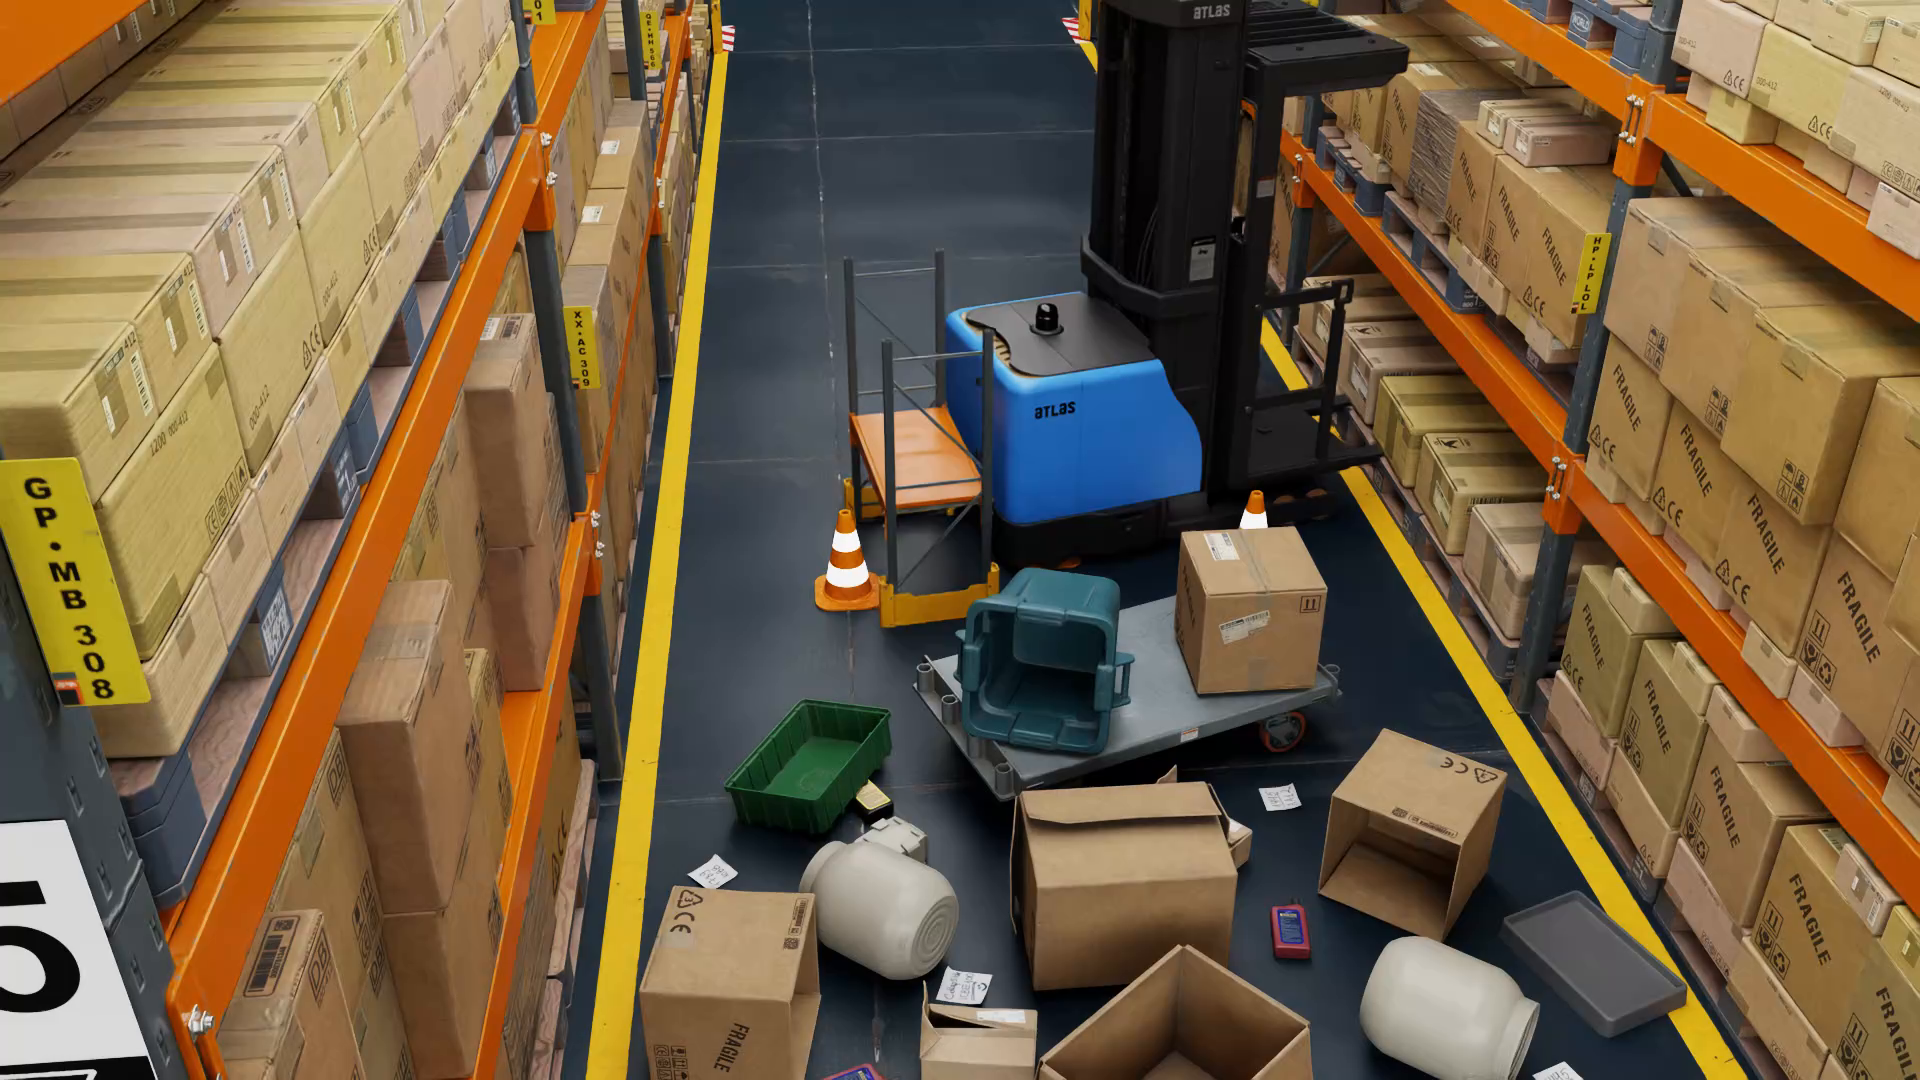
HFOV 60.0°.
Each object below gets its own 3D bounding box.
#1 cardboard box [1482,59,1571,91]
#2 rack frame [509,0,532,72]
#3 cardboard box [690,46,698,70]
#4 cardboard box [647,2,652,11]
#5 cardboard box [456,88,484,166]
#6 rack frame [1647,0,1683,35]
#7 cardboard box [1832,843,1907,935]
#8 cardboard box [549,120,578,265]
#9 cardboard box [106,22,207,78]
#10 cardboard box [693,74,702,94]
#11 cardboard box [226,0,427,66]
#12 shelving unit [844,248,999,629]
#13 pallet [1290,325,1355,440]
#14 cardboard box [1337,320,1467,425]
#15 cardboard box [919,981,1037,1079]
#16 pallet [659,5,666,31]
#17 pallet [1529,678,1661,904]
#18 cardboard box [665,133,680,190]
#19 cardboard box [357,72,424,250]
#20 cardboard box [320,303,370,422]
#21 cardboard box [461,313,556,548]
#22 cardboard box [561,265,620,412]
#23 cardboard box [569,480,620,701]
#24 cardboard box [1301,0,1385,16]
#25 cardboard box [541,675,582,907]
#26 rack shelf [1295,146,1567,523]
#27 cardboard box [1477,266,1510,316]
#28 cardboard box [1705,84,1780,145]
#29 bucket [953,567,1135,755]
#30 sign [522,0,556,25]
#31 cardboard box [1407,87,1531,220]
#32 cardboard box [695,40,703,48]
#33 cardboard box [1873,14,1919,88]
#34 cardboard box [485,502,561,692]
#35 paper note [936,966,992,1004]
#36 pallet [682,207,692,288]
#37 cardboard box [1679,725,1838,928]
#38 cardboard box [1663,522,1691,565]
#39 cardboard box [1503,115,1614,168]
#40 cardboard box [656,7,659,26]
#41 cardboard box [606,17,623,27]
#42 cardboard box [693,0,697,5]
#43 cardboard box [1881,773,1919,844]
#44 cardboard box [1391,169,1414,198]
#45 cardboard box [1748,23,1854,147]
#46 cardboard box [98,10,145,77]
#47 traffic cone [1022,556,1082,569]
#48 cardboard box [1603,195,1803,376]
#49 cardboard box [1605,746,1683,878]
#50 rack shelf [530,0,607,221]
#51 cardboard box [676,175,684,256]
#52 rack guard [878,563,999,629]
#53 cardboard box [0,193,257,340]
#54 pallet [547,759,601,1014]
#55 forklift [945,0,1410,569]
[{"bbox_3d":[3.038,-2.210,8.728,0.500,0.500,0.500,-5,31,-8],"label":"cardboard box"},{"bbox_3d":[-1.934,-2.844,4.736,1.000,3.000,0.127,-3,31,-5],"label":"rack frame"},{"bbox_3d":[-2.536,-4.286,14.792,0.380,0.149,0.250,-2,31,-4],"label":"cardboard box"},{"bbox_3d":[-2.304,-3.562,11.334,0.380,0.149,0.250,-2,31,-3],"label":"cardboard box"},{"bbox_3d":[-1.508,-1.110,4.496,0.380,0.149,0.250,-3,31,-4],"label":"cardboard box"},{"bbox_3d":[2.985,-3.133,5.219,1.000,3.000,0.127,-3,31,-5],"label":"rack frame"},{"bbox_3d":[2.880,1.041,4.990,0.380,0.149,0.250,-1,31,-2],"label":"cardboard box"},{"bbox_3d":[-2.083,-1.514,7.287,0.700,0.500,0.500,-3,31,-4],"label":"cardboard box"},{"bbox_3d":[-2.071,-1.064,4.031,0.500,0.250,0.500,-3,31,-5],"label":"cardboard box"},{"bbox_3d":[-2.557,-4.171,15.178,0.380,0.149,0.250,-4,31,-6],"label":"cardboard box"},{"bbox_3d":[-1.465,-1.198,3.866,0.380,0.149,0.250,-3,31,-5],"label":"cardboard box"},{"bbox_3d":[-0.213,-0.517,8.153,0.587,1.500,1.083,-7,31,-11],"label":"shelving unit"},{"bbox_3d":[2.683,-1.003,10.223,1.003,0.211,1.213,-3,31,-5],"label":"pallet"},{"bbox_3d":[2.731,-0.986,9.629,0.950,0.372,0.625,-3,31,-6],"label":"cardboard box"},{"bbox_3d":[0.060,1.695,5.654,0.396,0.266,0.258,2,31,4],"label":"cardboard box"},{"bbox_3d":[-2.755,-3.873,12.496,1.003,0.211,1.213,-3,31,-5],"label":"pallet"},{"bbox_3d":[3.083,0.981,6.901,1.003,0.211,1.213,-3,31,-5],"label":"pallet"},{"bbox_3d":[-2.212,-2.615,11.500,0.500,0.250,0.500,-3,31,-4],"label":"cardboard box"},{"bbox_3d":[-1.492,-0.832,3.642,0.500,0.250,0.500,-3,31,-5],"label":"cardboard box"},{"bbox_3d":[-1.368,-0.335,3.199,0.380,0.149,0.250,-3,31,-4],"label":"cardboard box"},{"bbox_3d":[-1.766,-0.331,5.180,0.875,0.550,0.550,-3,31,-5],"label":"cardboard box"},{"bbox_3d":[-1.763,-0.850,7.151,0.500,0.500,0.500,-3,31,-4],"label":"cardboard box"},{"bbox_3d":[-2.081,0.205,7.267,1.050,0.750,0.750,-3,31,-5],"label":"cardboard box"},{"bbox_3d":[2.303,-3.323,10.315,0.500,0.500,0.500,-4,31,-6],"label":"cardboard box"},{"bbox_3d":[-1.945,0.788,6.168,0.875,0.875,0.875,-2,31,-4],"label":"cardboard box"},{"bbox_3d":[2.798,-1.269,8.651,1.077,0.370,4.000,-3,31,-5],"label":"rack shelf"},{"bbox_3d":[2.595,-1.144,7.576,0.380,0.149,0.250,-3,31,-5],"label":"cardboard box"},{"bbox_3d":[2.736,-1.430,5.538,0.380,0.149,0.250,-3,31,-5],"label":"cardboard box"},{"bbox_3d":[0.374,0.444,6.792,0.726,0.611,0.620,8,22,13],"label":"bucket"},{"bbox_3d":[-1.381,-1.839,5.398,0.100,0.325,0.005,-3,31,-5],"label":"sign"},{"bbox_3d":[2.574,-1.917,8.237,0.500,0.500,0.500,-4,31,-6],"label":"cardboard box"},{"bbox_3d":[-2.605,-4.562,15.544,0.380,0.149,0.250,-1,31,-2],"label":"cardboard box"},{"bbox_3d":[2.830,-1.377,4.672,0.380,0.149,0.250,-4,31,-6],"label":"cardboard box"},{"bbox_3d":[-1.814,0.135,5.453,0.875,0.550,0.550,-3,31,-5],"label":"cardboard box"},{"bbox_3d":[0.015,1.615,6.023,0.172,0.023,0.155,8,32,13],"label":"paper note"},{"bbox_3d":[-2.490,-2.134,12.117,1.003,0.211,1.213,-3,31,-5],"label":"pallet"},{"bbox_3d":[2.880,0.973,5.737,0.500,0.500,0.500,-1,31,-2],"label":"cardboard box"},{"bbox_3d":[2.826,-0.012,6.090,0.380,0.149,0.250,-3,31,-5],"label":"cardboard box"},{"bbox_3d":[2.640,-1.763,7.346,0.380,0.149,0.250,-4,31,-6],"label":"cardboard box"},{"bbox_3d":[-2.346,-3.702,11.858,0.380,0.149,0.250,-4,31,-7],"label":"cardboard box"},{"bbox_3d":[-2.204,-3.146,10.347,0.380,0.149,0.250,-3,31,-5],"label":"cardboard box"},{"bbox_3d":[-2.787,-5.218,16.350,0.380,0.149,0.250,-2,31,-4],"label":"cardboard box"},{"bbox_3d":[2.922,0.763,4.793,0.380,0.149,0.250,-3,31,-5],"label":"cardboard box"},{"bbox_3d":[2.535,-1.948,8.922,0.380,0.149,0.250,-1,31,-2],"label":"cardboard box"},{"bbox_3d":[2.811,-1.407,5.112,0.500,0.250,0.500,-3,31,-5],"label":"cardboard box"},{"bbox_3d":[-2.118,-1.162,3.805,0.380,0.149,0.250,-3,31,-5],"label":"cardboard box"},{"bbox_3d":[0.453,-0.134,8.523,0.336,0.463,0.334,-3,31,-5],"label":"traffic cone"},{"bbox_3d":[2.810,-0.922,6.006,0.700,0.500,0.500,-3,31,-5],"label":"cardboard box"},{"bbox_3d":[2.833,1.029,6.373,0.500,0.250,0.500,-1,31,-2],"label":"cardboard box"},{"bbox_3d":[-2.121,-2.268,7.399,1.077,0.370,4.000,-3,31,-5],"label":"rack shelf"},{"bbox_3d":[-2.223,-2.309,11.719,0.500,0.500,0.500,-4,31,-6],"label":"cardboard box"},{"bbox_3d":[-0.102,0.268,8.057,0.587,0.250,0.087,-7,31,-11],"label":"rack guard"},{"bbox_3d":[-1.321,-0.416,2.556,0.380,0.149,0.250,-3,31,-5],"label":"cardboard box"},{"bbox_3d":[-1.941,1.321,6.333,1.003,0.211,1.213,-3,31,-5],"label":"pallet"},{"bbox_3d":[1.481,-1.571,8.521,3.031,2.935,1.130,-11,33,-18],"label":"forklift"}]
